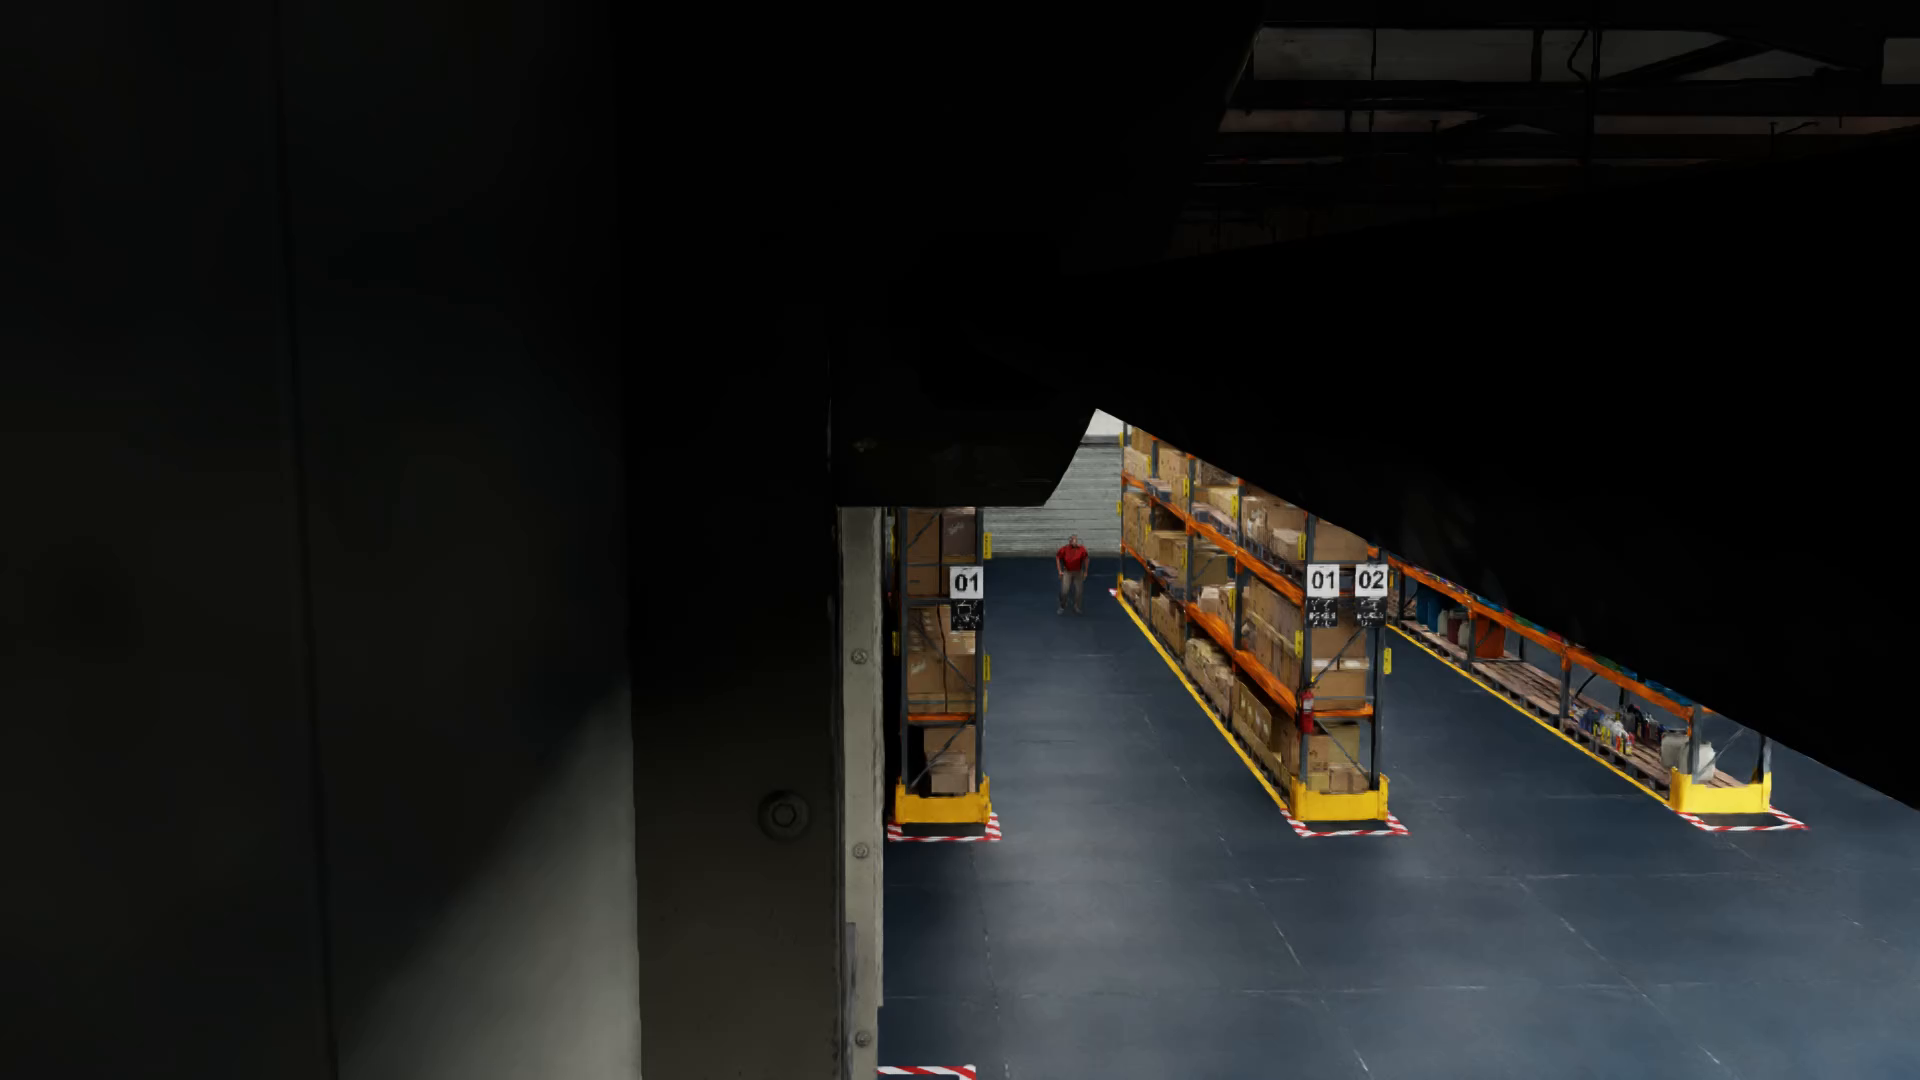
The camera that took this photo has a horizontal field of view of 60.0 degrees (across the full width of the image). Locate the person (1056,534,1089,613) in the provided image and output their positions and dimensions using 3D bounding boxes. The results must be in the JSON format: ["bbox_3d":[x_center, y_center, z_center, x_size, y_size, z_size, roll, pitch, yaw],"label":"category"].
[{"bbox_3d":[2.314,0.692,34.306,0.682,1.676,0.535,-1,8,-4],"label":"person"}]
